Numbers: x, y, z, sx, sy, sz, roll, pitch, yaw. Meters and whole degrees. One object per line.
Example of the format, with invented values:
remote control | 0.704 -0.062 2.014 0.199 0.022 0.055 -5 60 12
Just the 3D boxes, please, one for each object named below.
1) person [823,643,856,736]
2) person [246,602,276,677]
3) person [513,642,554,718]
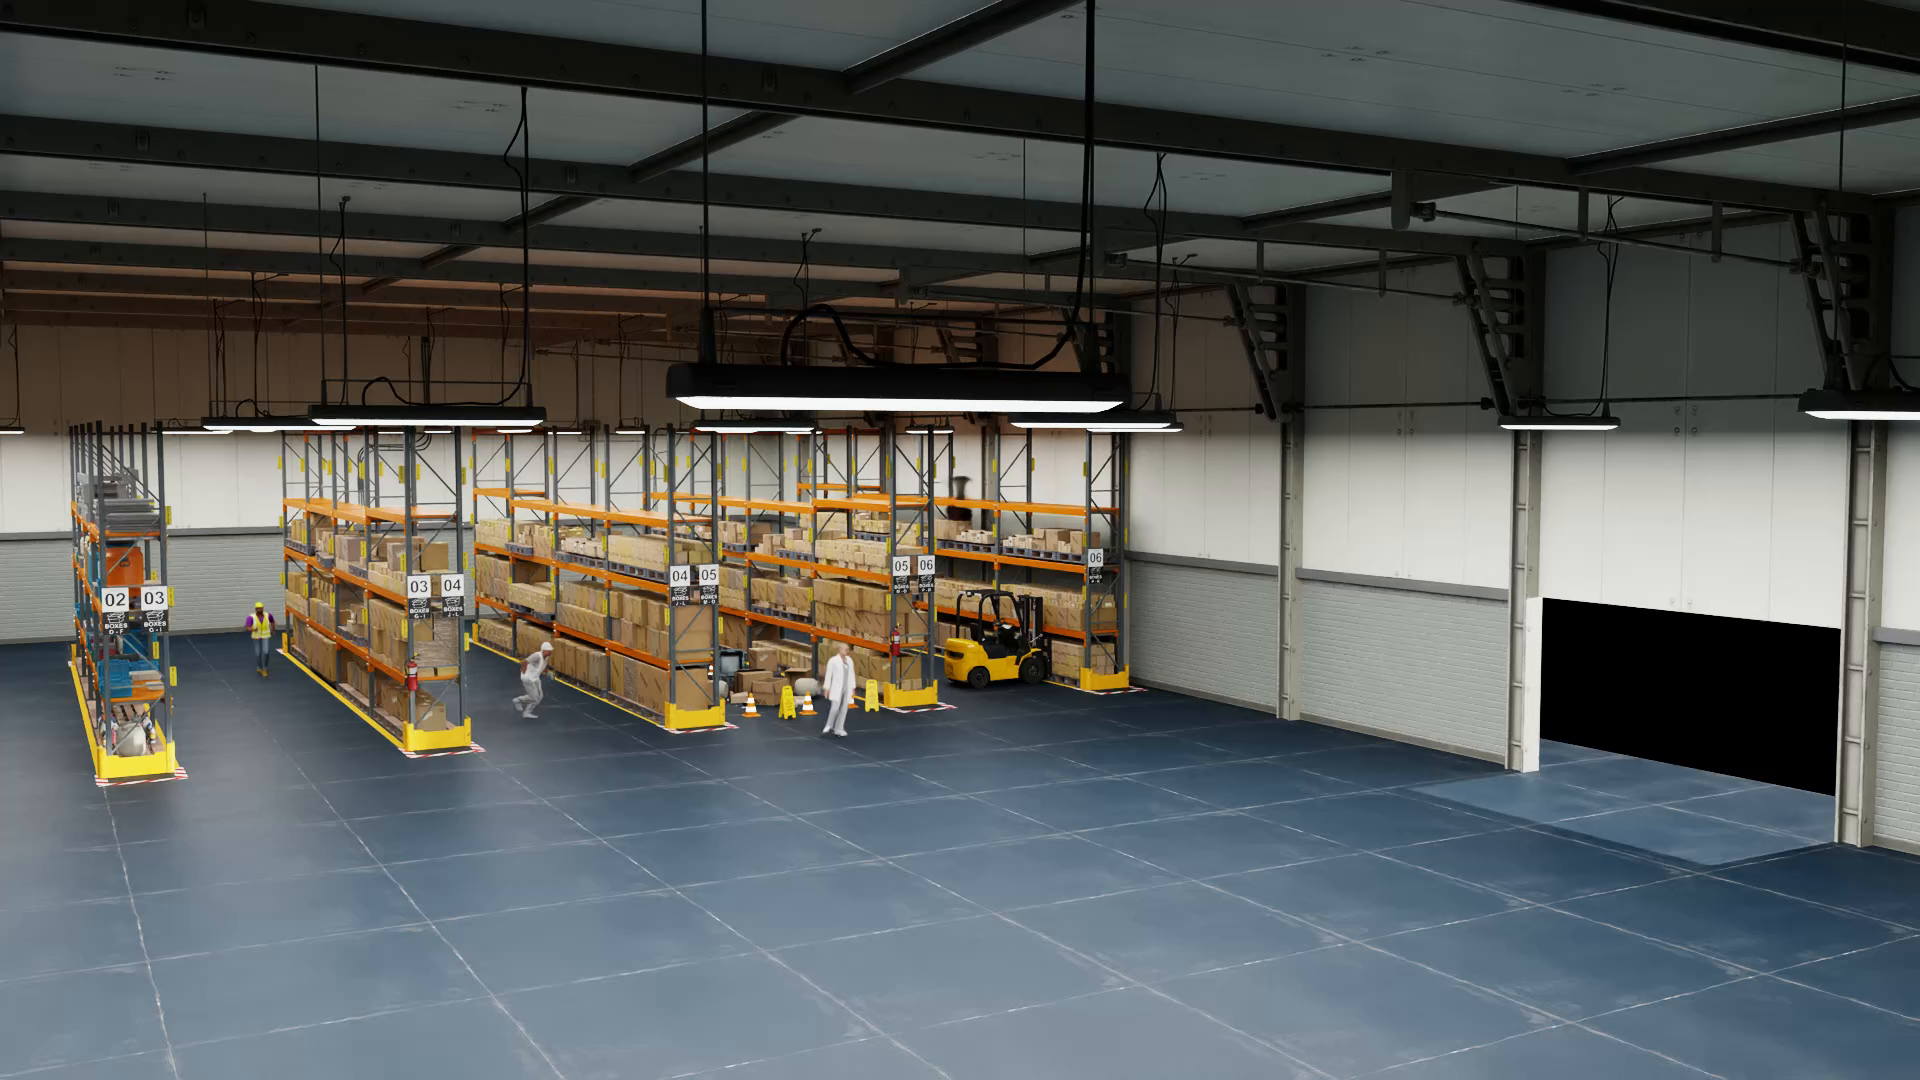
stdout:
person | -2.309 2.858 31.832 0.660 1.771 0.515 -3 4 -36
person | -16.737 2.387 39.806 0.652 1.811 0.833 -1 4 -22
person | -8.681 2.852 33.774 0.925 1.580 0.710 1 4 16
